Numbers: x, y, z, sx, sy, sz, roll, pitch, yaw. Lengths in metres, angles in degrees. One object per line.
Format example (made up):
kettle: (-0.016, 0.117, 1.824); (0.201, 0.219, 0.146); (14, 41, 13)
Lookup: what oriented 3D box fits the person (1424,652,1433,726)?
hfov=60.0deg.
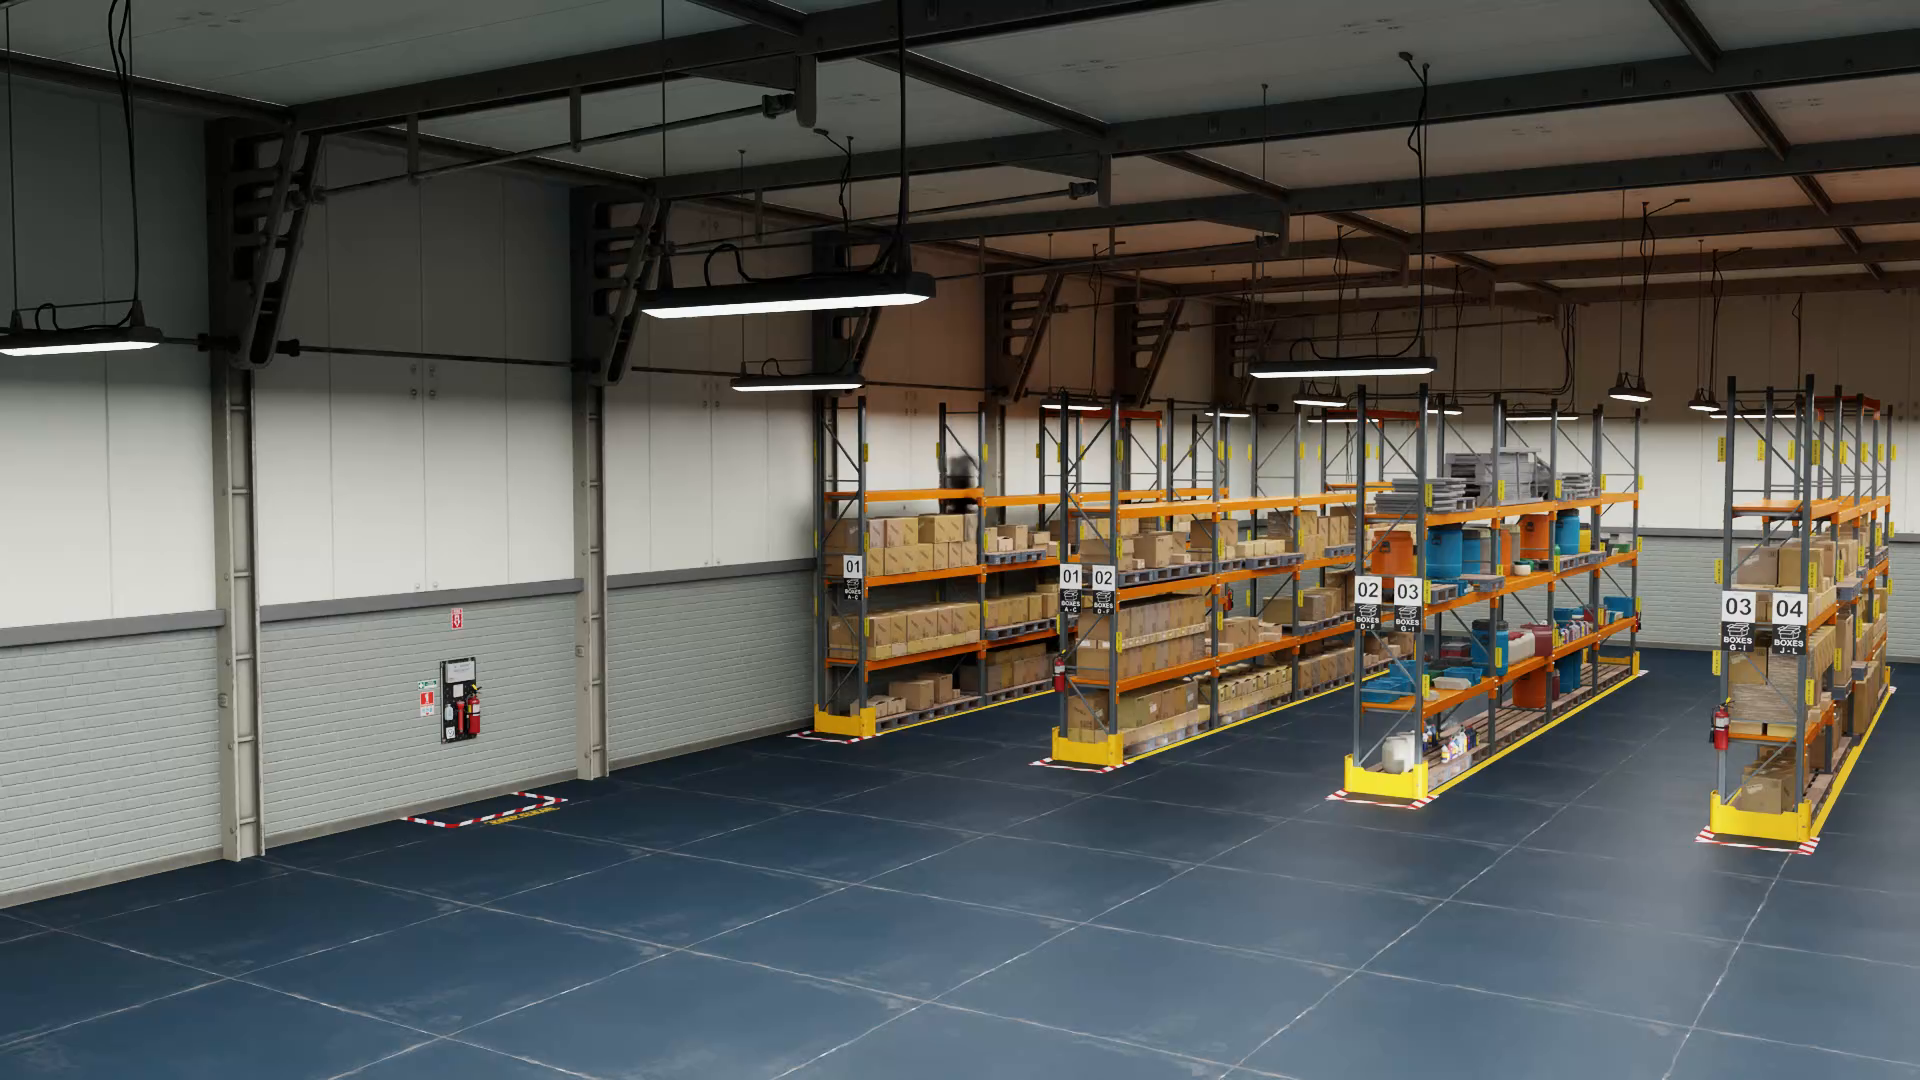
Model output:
person: (8.246, 2.726, 29.548); (0.550, 1.486, 0.753); (0, 3, -1)
